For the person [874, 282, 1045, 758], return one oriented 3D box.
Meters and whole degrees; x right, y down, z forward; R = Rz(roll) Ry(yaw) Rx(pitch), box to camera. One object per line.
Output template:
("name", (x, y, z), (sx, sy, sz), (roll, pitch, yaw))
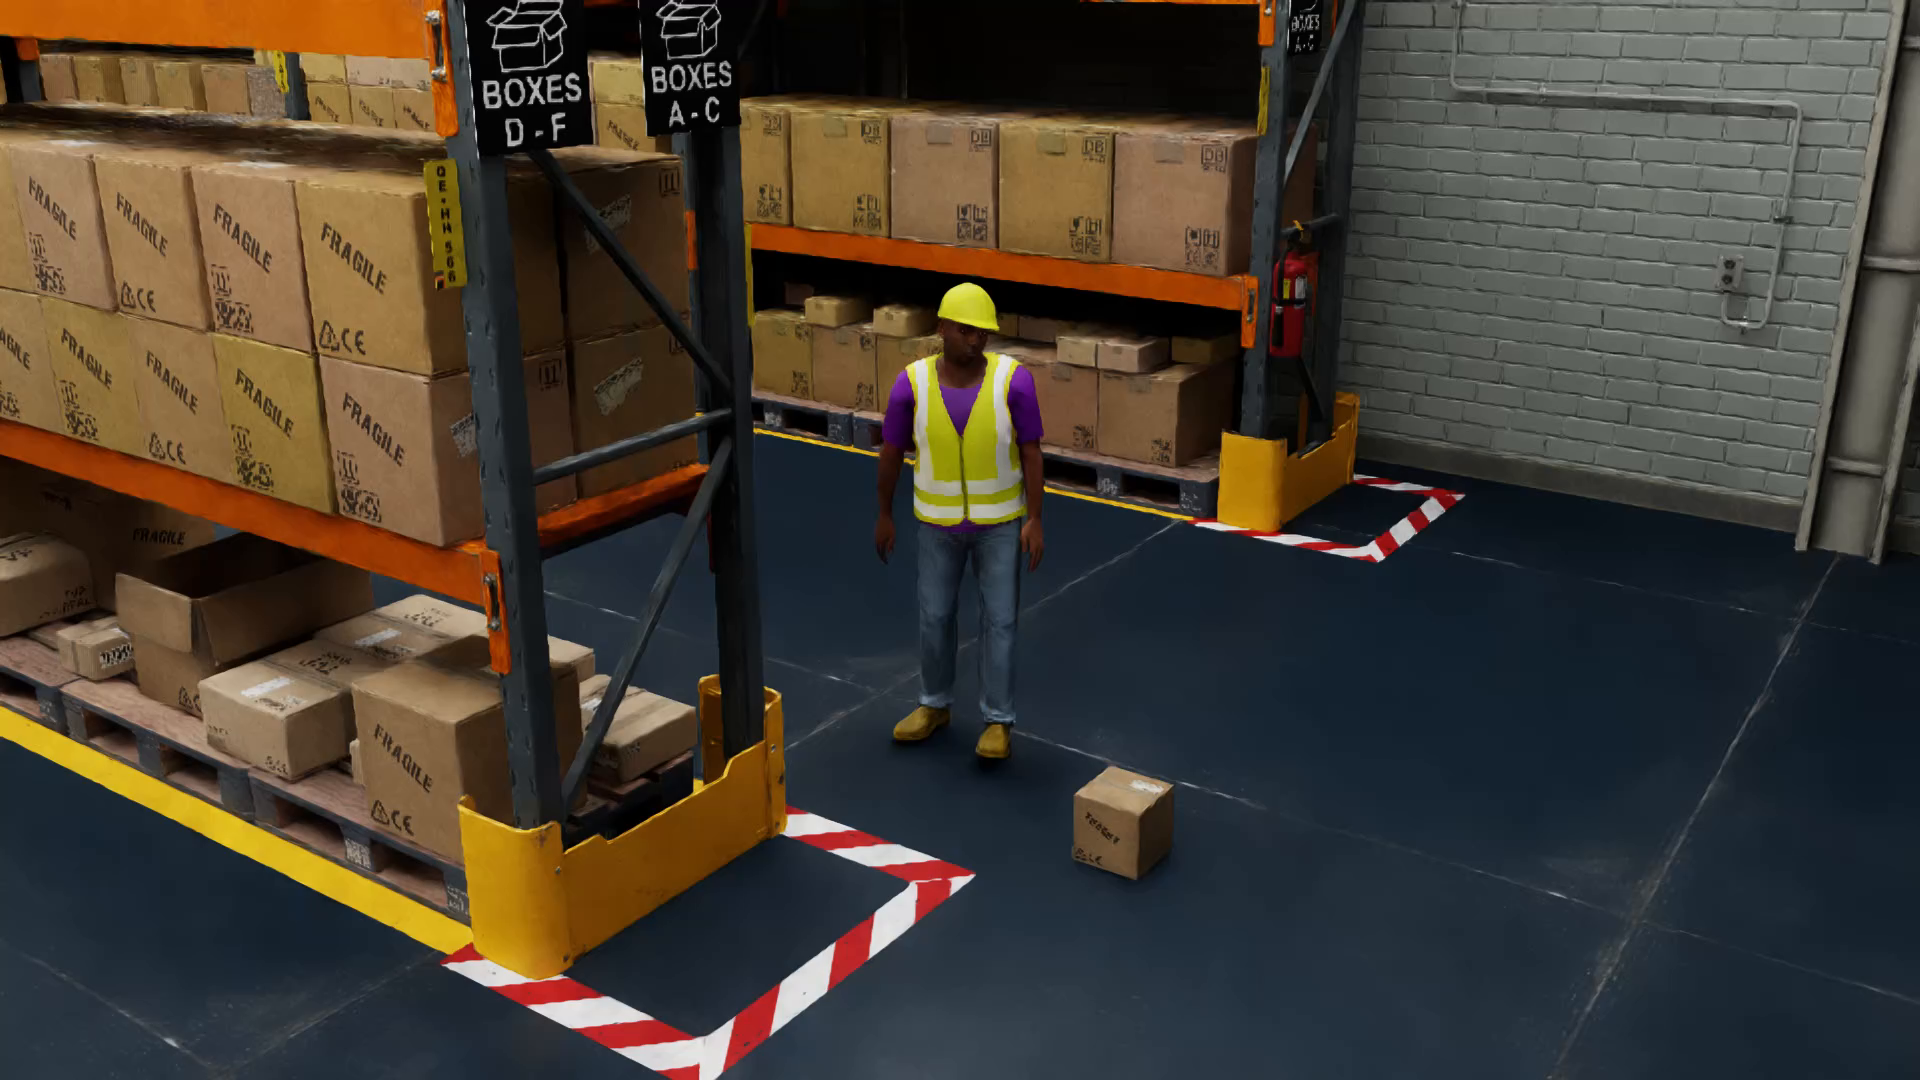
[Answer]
("person", (-0.013, -0.049, 6.112), (0.650, 1.761, 0.521), (2, 20, 6))
